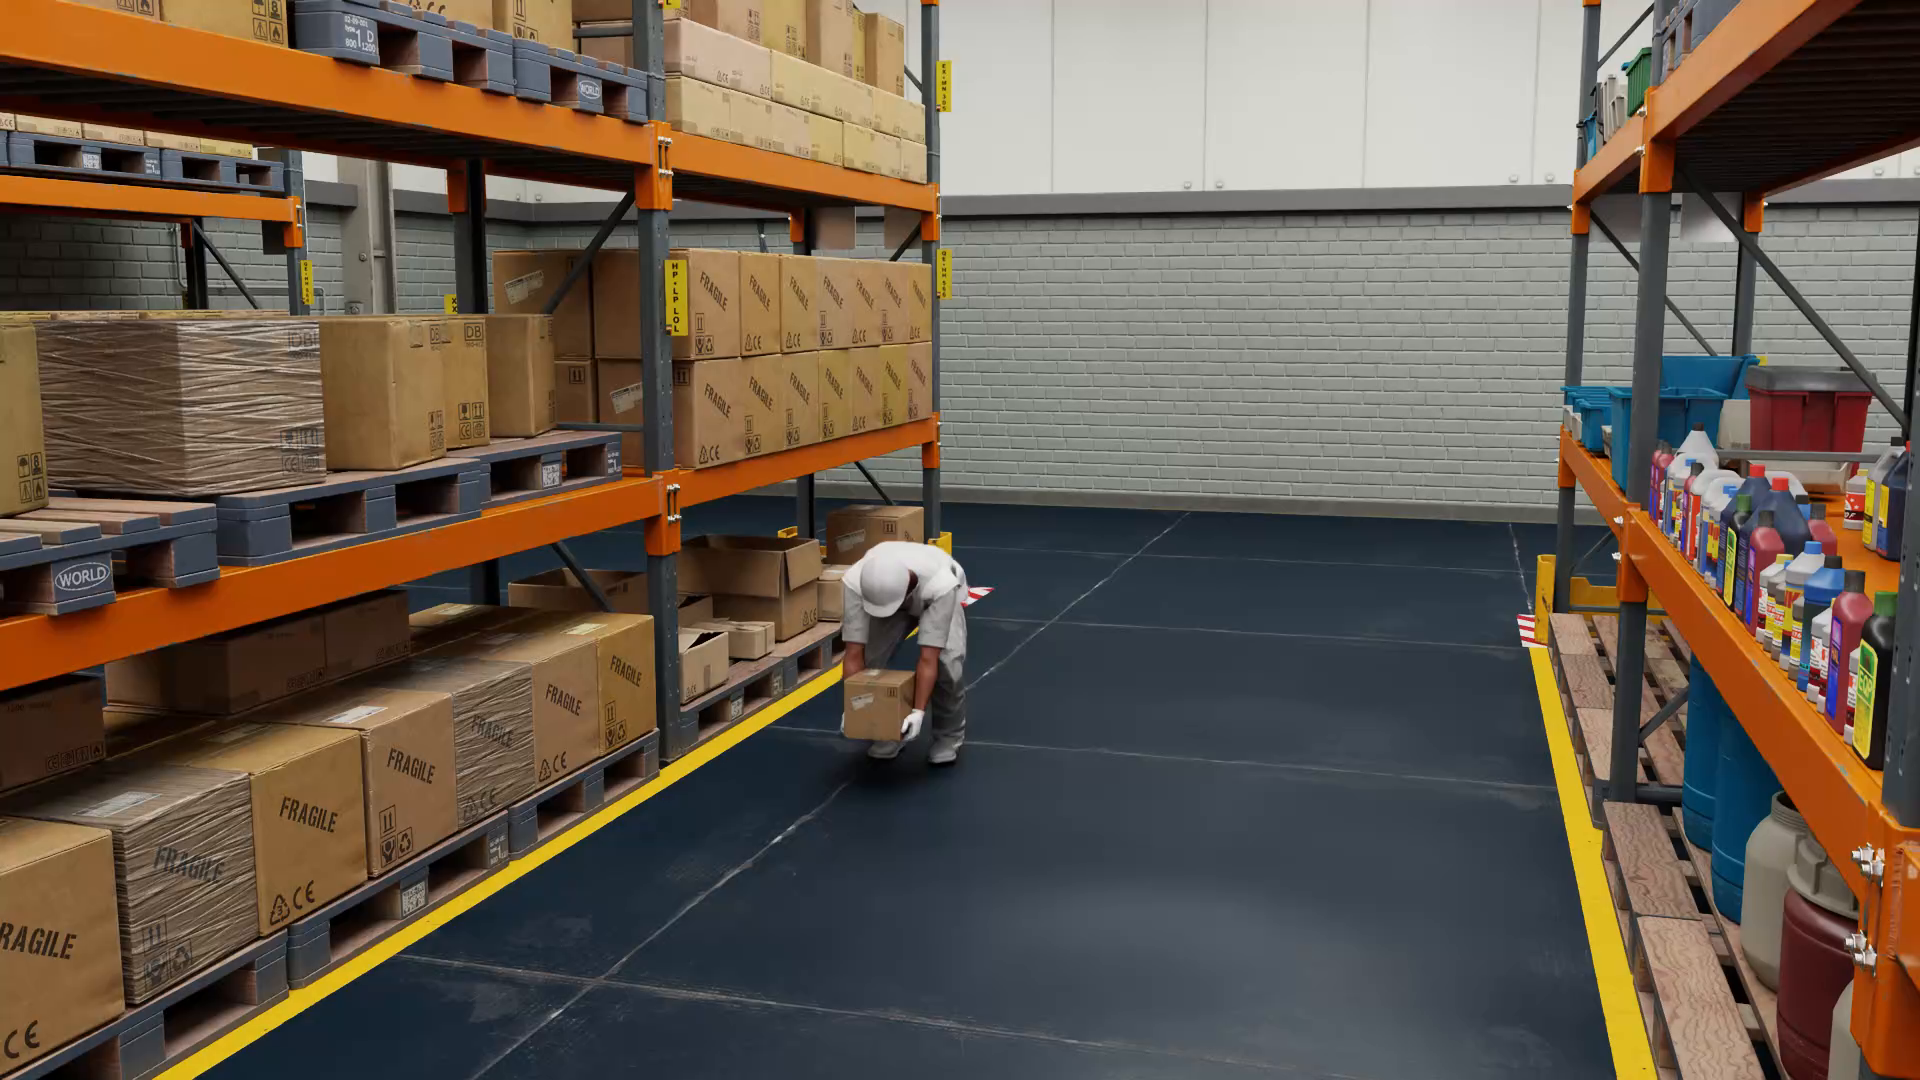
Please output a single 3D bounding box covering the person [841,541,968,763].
[{"bbox_3d":[-0.237,0.510,7.381,0.541,1.024,0.979,2,8,13],"label":"person"}]
